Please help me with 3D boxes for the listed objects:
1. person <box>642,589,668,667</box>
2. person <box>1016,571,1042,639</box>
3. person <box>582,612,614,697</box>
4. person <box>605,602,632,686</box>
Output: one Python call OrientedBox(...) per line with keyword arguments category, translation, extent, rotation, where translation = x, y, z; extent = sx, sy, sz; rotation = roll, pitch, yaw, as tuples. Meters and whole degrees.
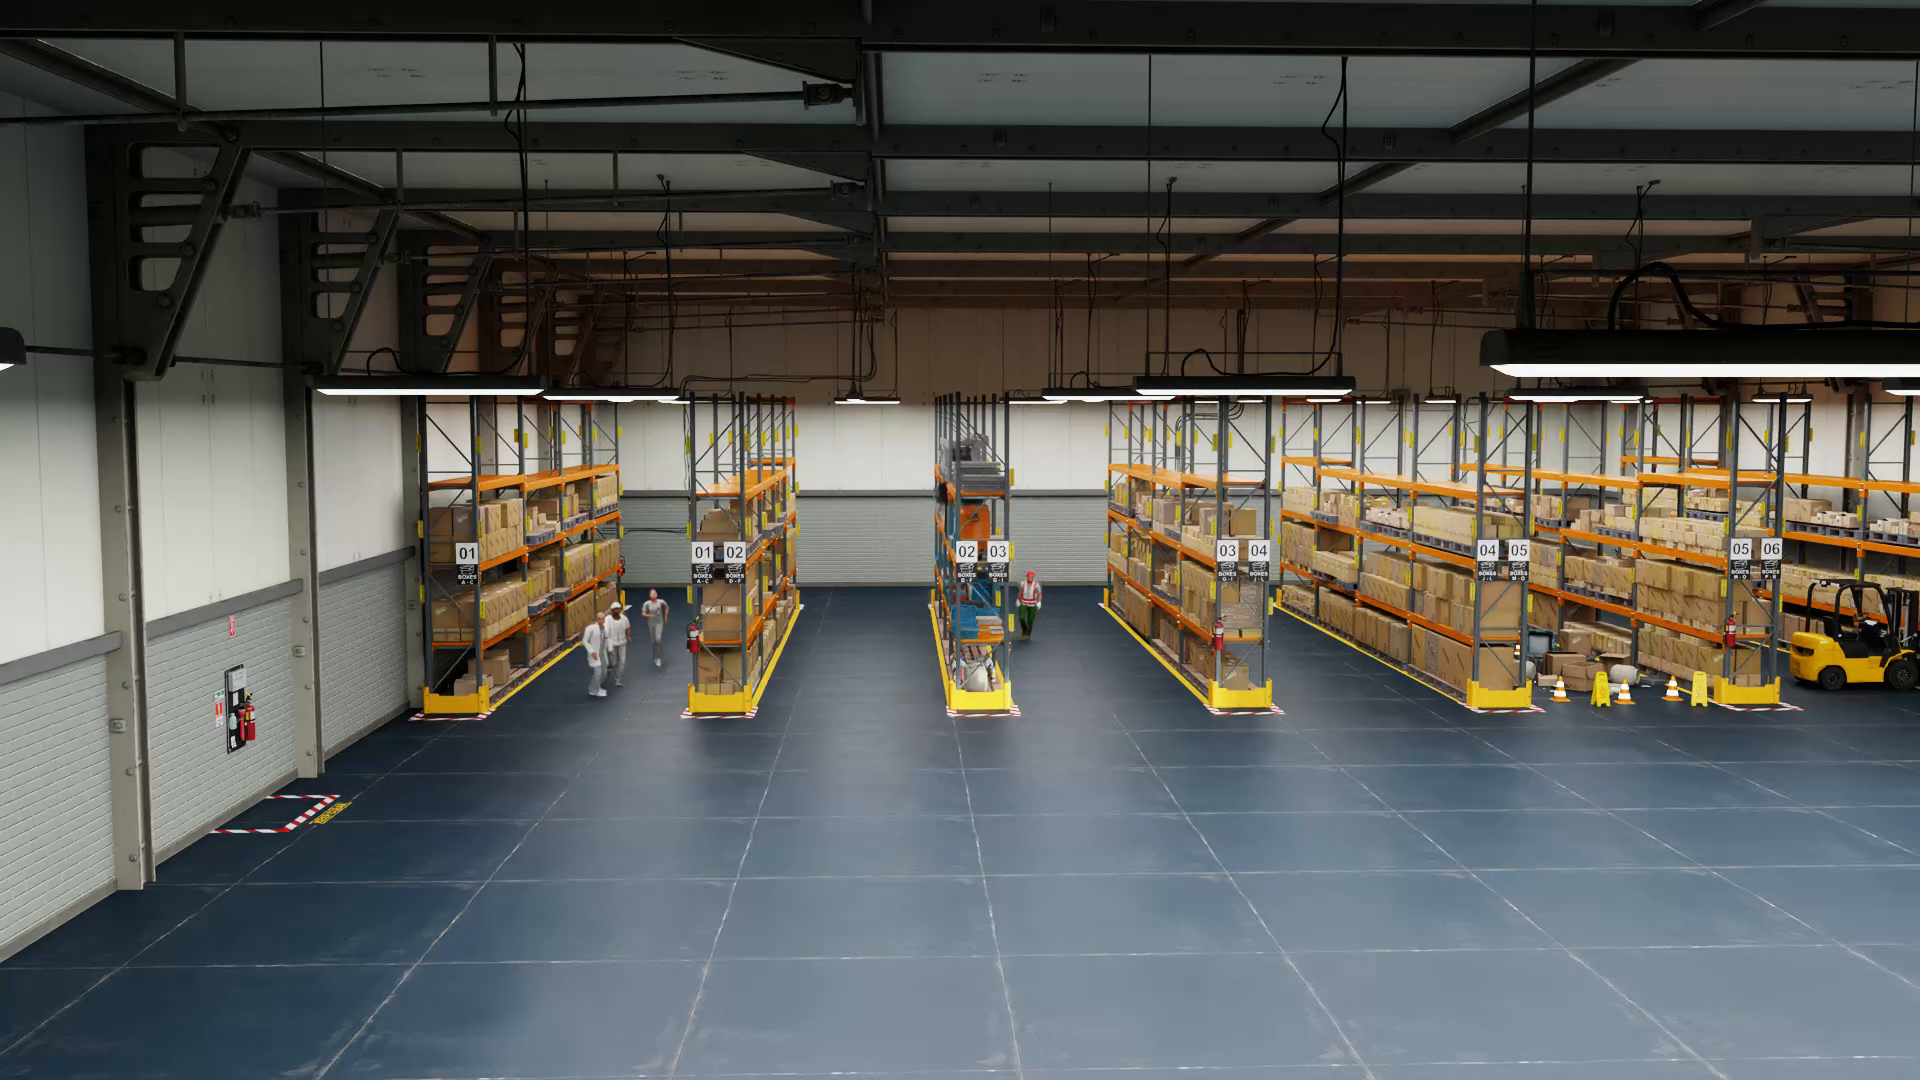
OrientedBox(category="person", translation=(-6.767, 1.925, 36.918), extent=(0.535, 1.710, 0.741), rotation=(0, 5, 0))
OrientedBox(category="person", translation=(1.679, 1.592, 40.612), extent=(0.665, 1.720, 0.718), rotation=(0, 5, 6))
OrientedBox(category="person", translation=(-7.191, 2.249, 32.769), extent=(0.734, 1.710, 0.680), rotation=(4, 6, 40))
OrientedBox(category="person", translation=(-7.095, 2.132, 34.232), extent=(0.706, 1.724, 0.721), rotation=(-2, 5, -28))
